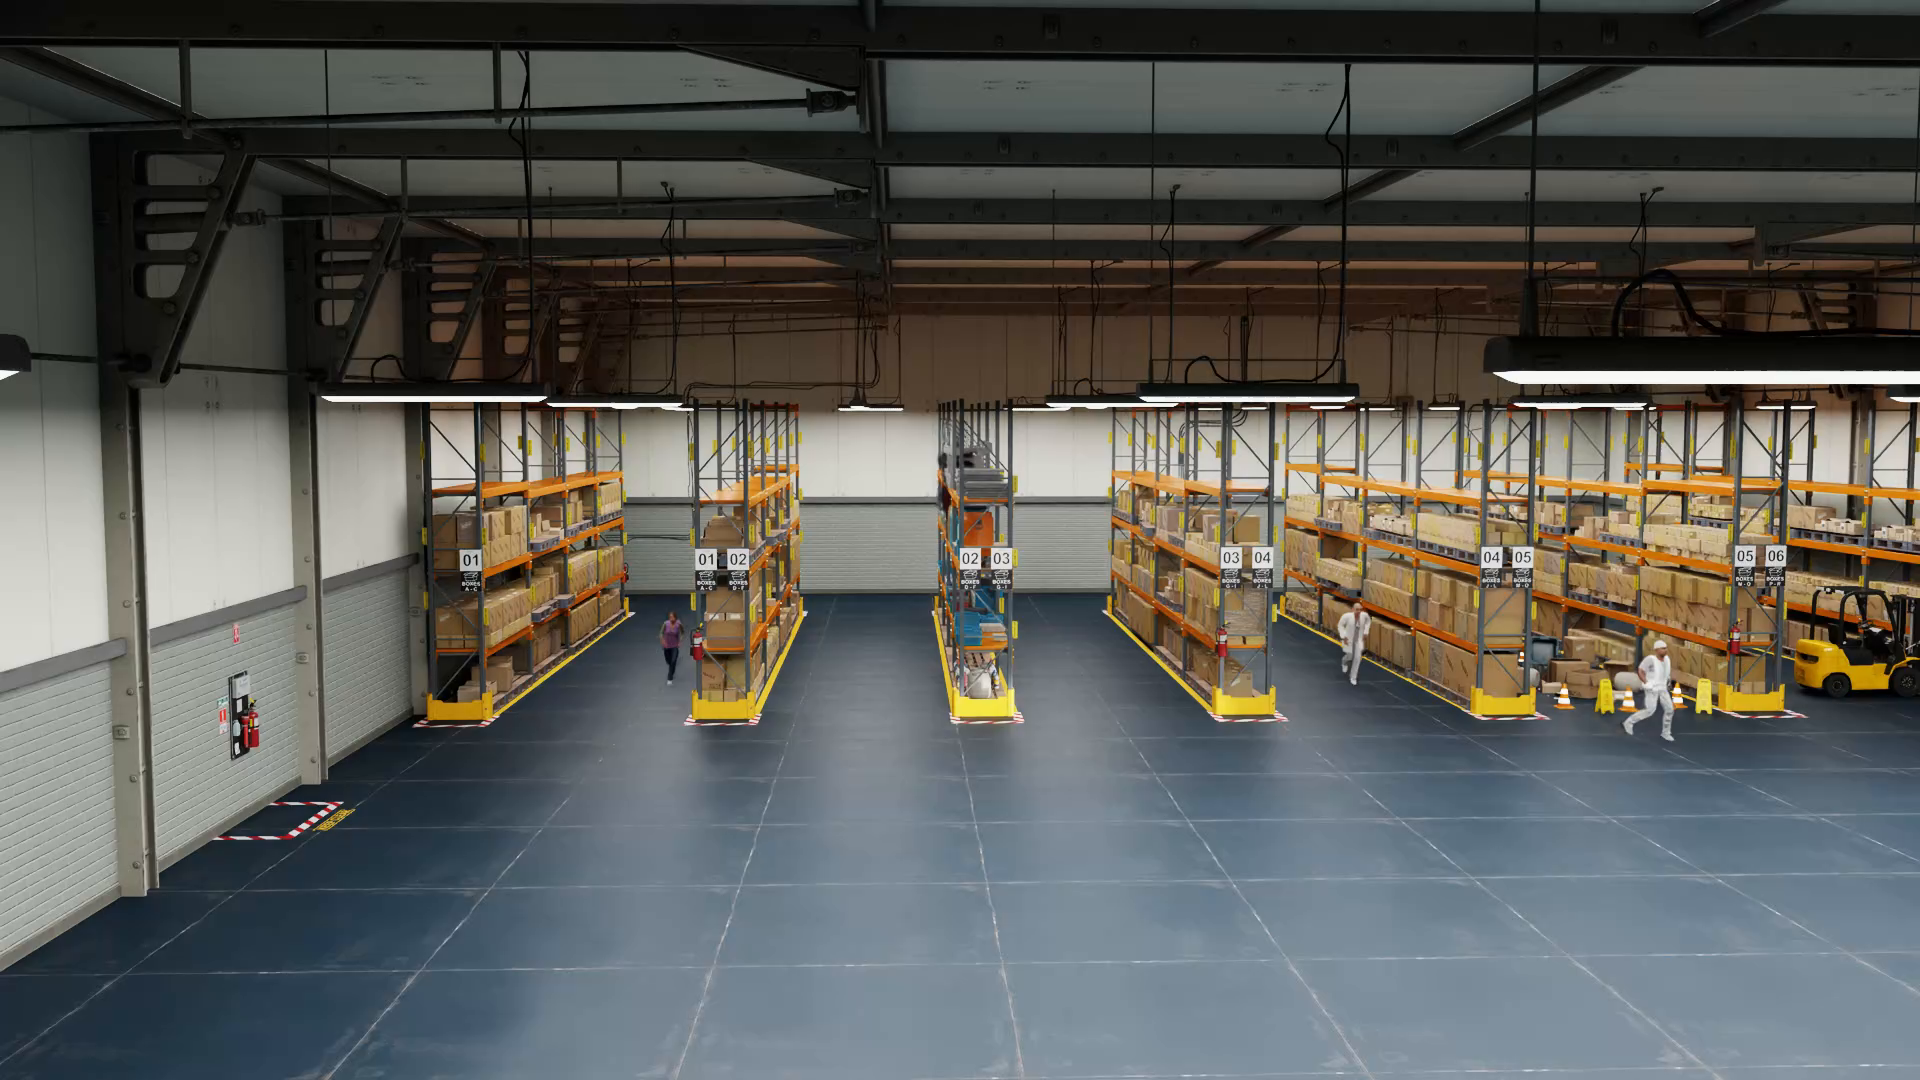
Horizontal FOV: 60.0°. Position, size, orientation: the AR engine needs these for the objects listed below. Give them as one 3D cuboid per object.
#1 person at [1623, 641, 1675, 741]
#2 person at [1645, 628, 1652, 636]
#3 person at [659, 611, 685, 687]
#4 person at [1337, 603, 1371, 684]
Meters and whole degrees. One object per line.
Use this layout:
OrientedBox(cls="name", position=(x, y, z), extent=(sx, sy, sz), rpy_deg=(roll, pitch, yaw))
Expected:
OrientedBox(cls="person", position=(12.217, 2.650, 29.282), extent=(0.892, 1.777, 0.706), rpy_deg=(-3, 5, -31))
OrientedBox(cls="person", position=(16.505, 1.916, 39.471), extent=(0.627, 1.696, 0.762), rpy_deg=(-1, 4, -9))
OrientedBox(cls="person", position=(-6.101, 2.284, 35.290), extent=(0.543, 1.583, 0.810), rpy_deg=(0, 4, -3))
OrientedBox(cls="person", position=(8.409, 2.185, 35.663), extent=(0.722, 1.739, 0.974), rpy_deg=(-1, 4, -7))
